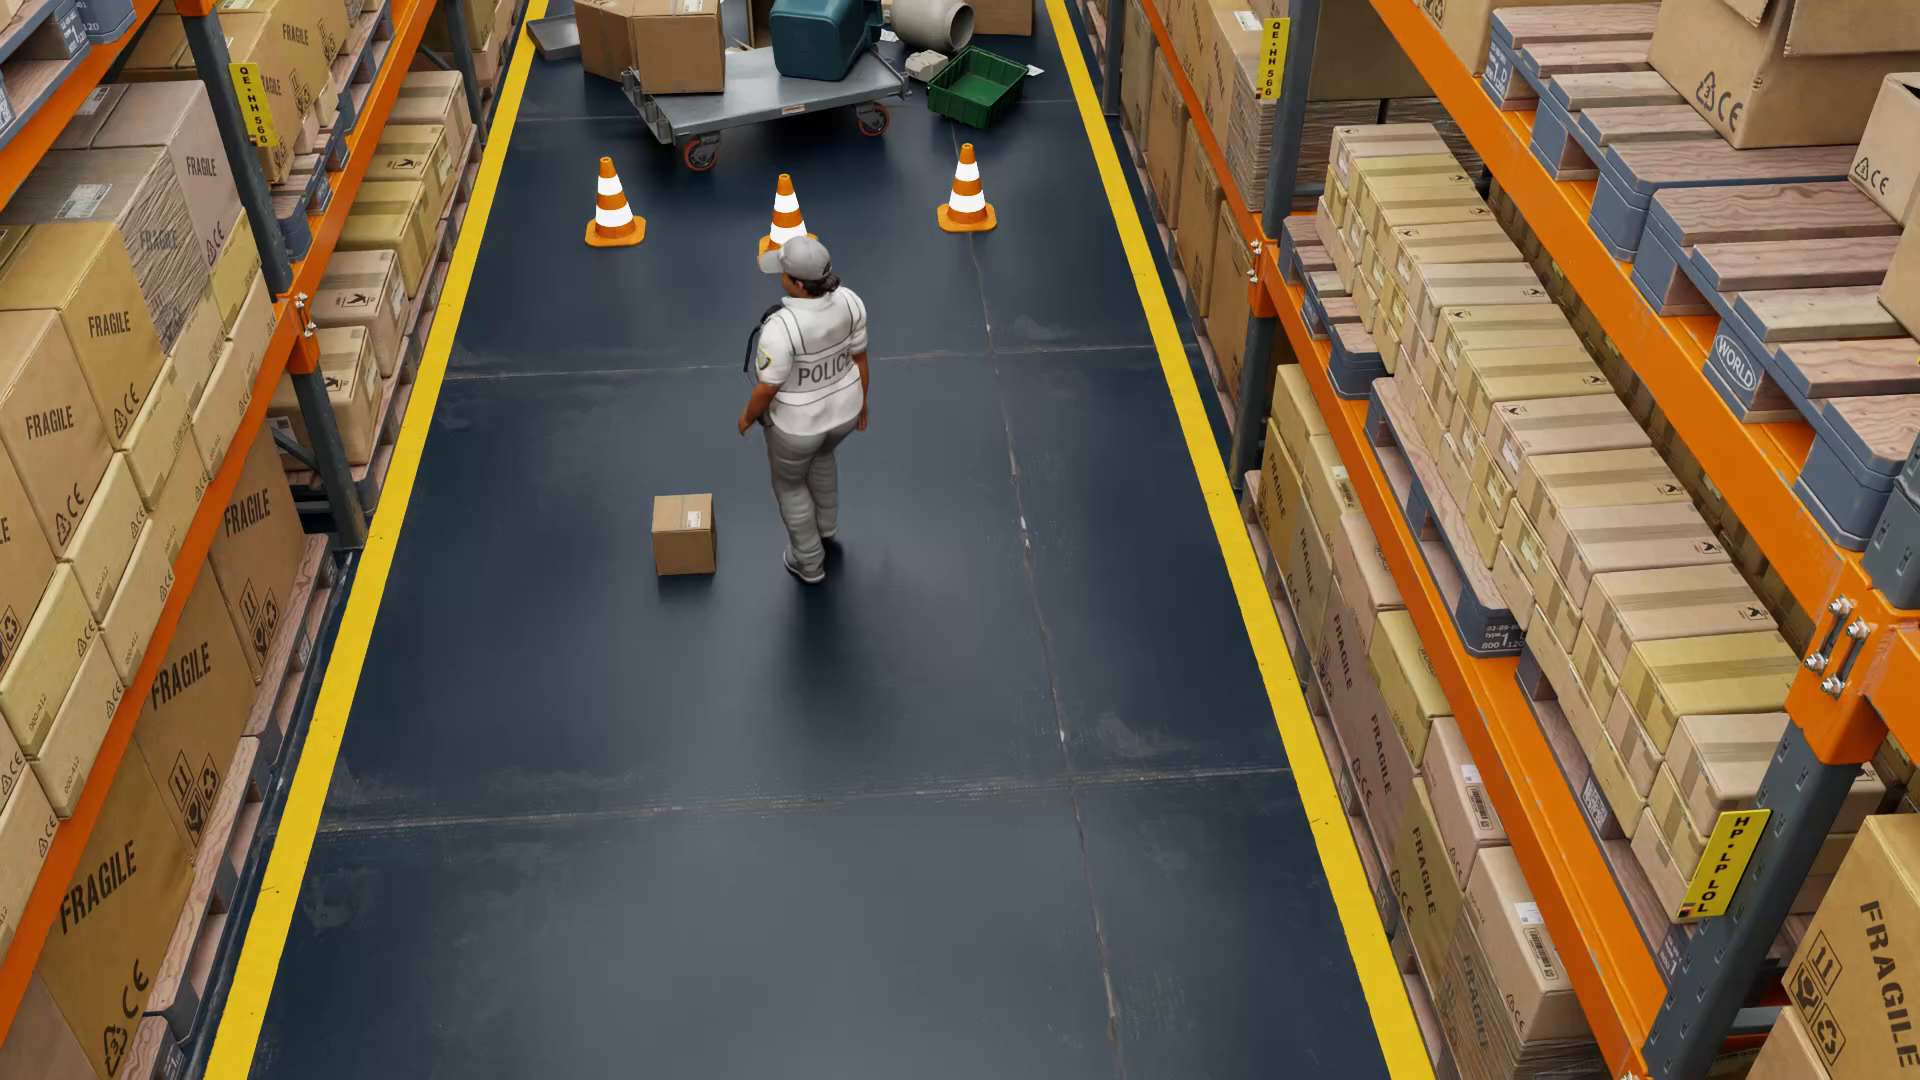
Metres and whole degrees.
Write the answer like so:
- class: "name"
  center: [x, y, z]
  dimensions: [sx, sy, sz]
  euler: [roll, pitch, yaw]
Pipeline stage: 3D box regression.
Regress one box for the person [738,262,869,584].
- class: "person"
  center: [4.387, -16.186, 22.505]
  dimensions: [37.408, 6.047, 26.789]
  euler: [-29, 48, -31]
